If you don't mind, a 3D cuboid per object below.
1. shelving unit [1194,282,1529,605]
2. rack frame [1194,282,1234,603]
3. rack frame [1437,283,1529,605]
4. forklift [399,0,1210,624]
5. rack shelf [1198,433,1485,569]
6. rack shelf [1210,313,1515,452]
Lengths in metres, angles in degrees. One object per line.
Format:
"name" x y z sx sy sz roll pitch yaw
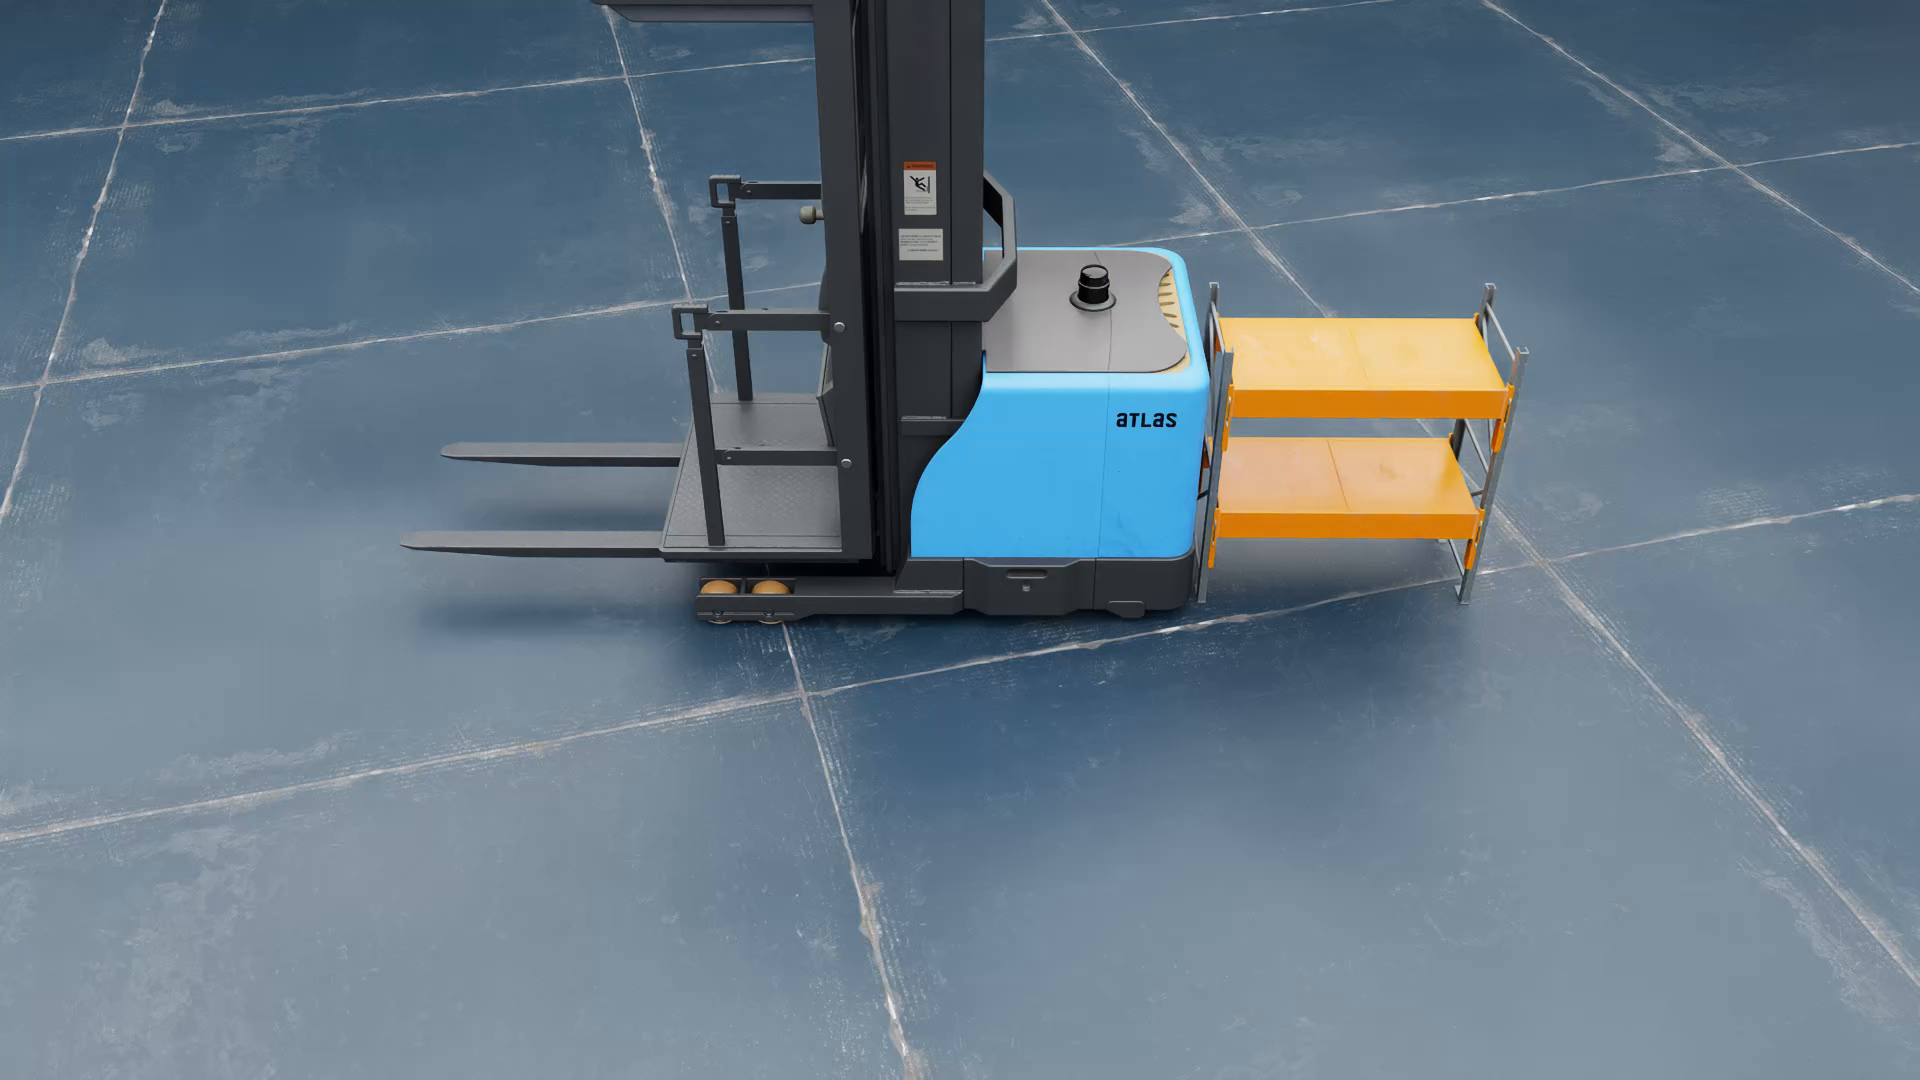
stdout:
"shelving unit" 1.444 -0.351 6.284 1.048 1.125 0.538 0 37 0
"rack frame" 0.935 -0.354 6.287 0.032 1.125 0.500 0 37 0
"rack frame" 1.952 -0.349 6.280 0.032 1.125 0.500 0 37 0
"forklift" -0.631 -1.166 5.862 3.031 2.935 1.130 0 37 0
"rack shelf" 1.444 -0.157 6.432 1.000 0.278 0.538 0 37 0
"rack shelf" 1.444 -0.584 6.106 1.000 0.278 0.538 0 37 0
